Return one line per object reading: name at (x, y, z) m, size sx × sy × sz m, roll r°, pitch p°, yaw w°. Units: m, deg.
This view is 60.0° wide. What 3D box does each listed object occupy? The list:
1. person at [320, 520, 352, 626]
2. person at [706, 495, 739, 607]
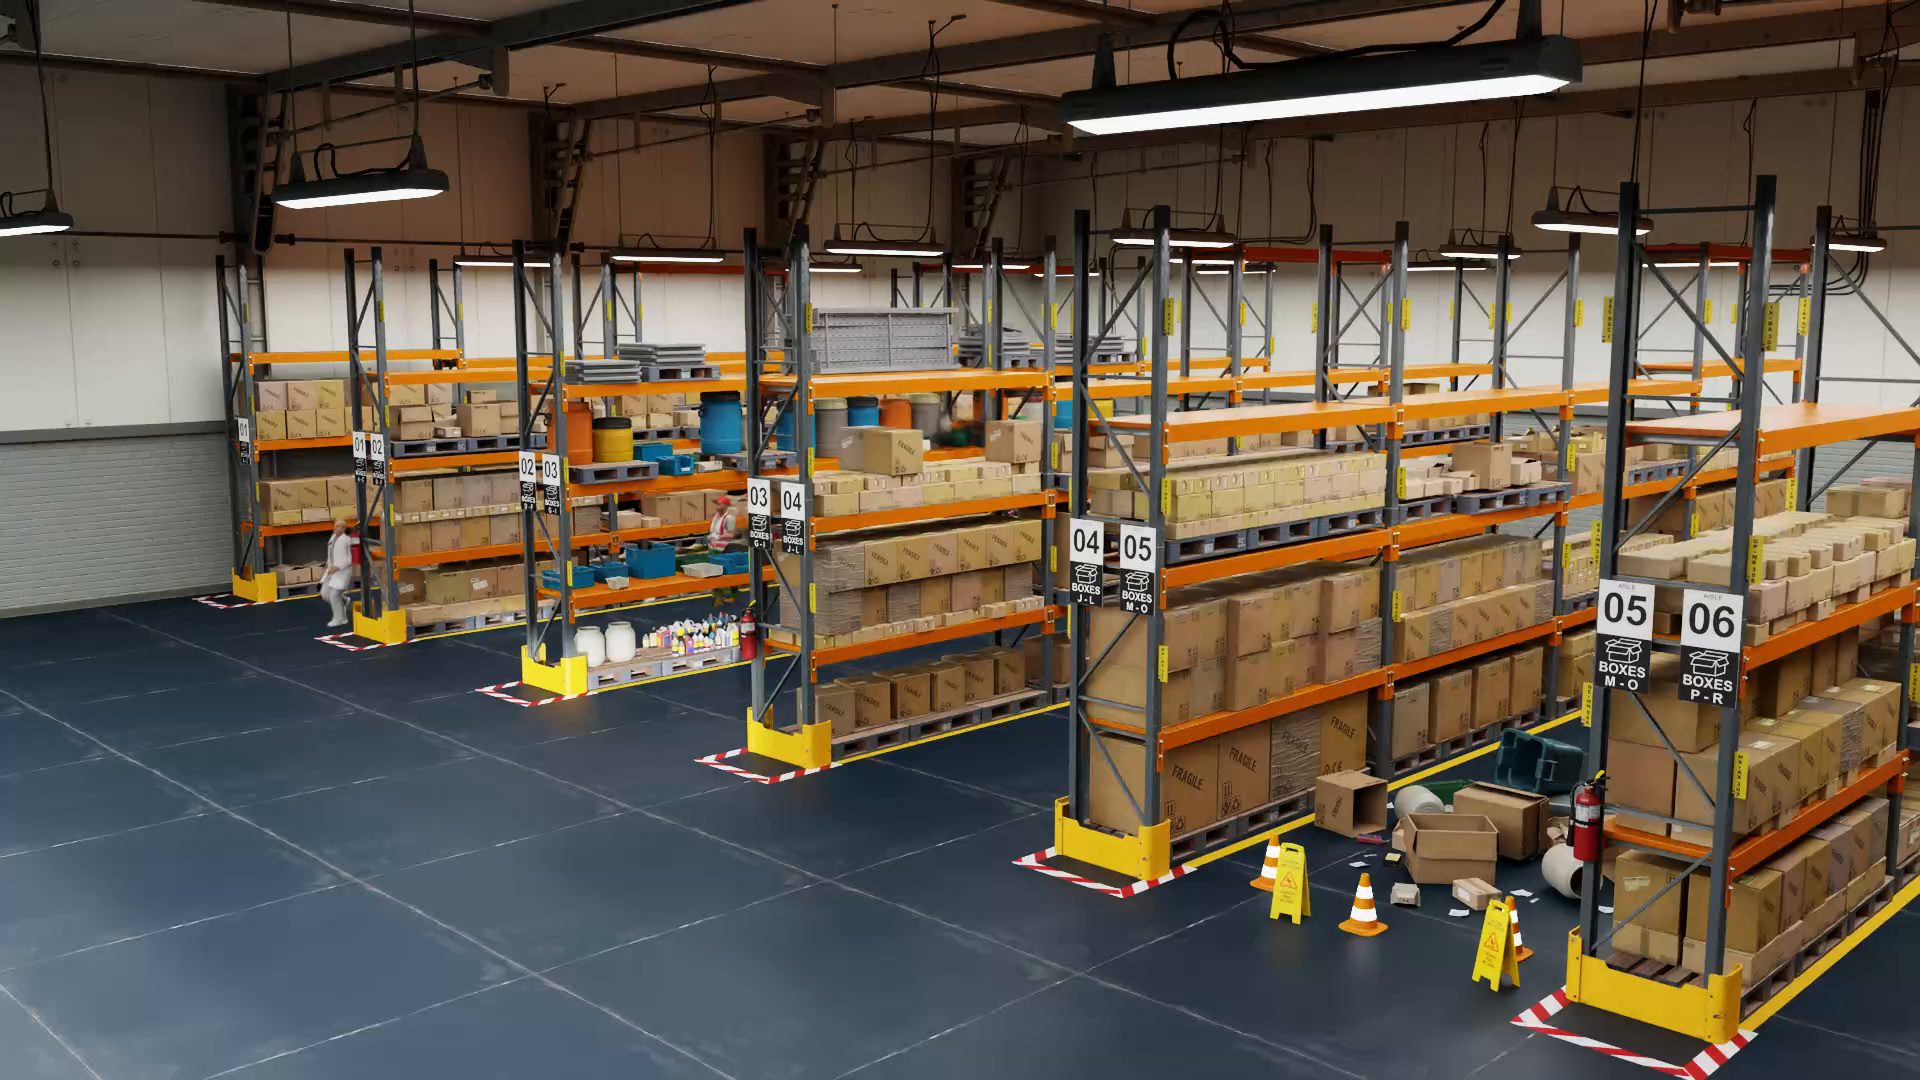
person at (-9.981, 0.541, 26.830) m, size 0.715 × 1.761 × 0.621 m, roll 5°, pitch 9°, yaw 29°
person at (-3.895, 0.193, 26.938) m, size 0.648 × 1.826 × 0.681 m, roll 6°, pitch 10°, yaw 38°
